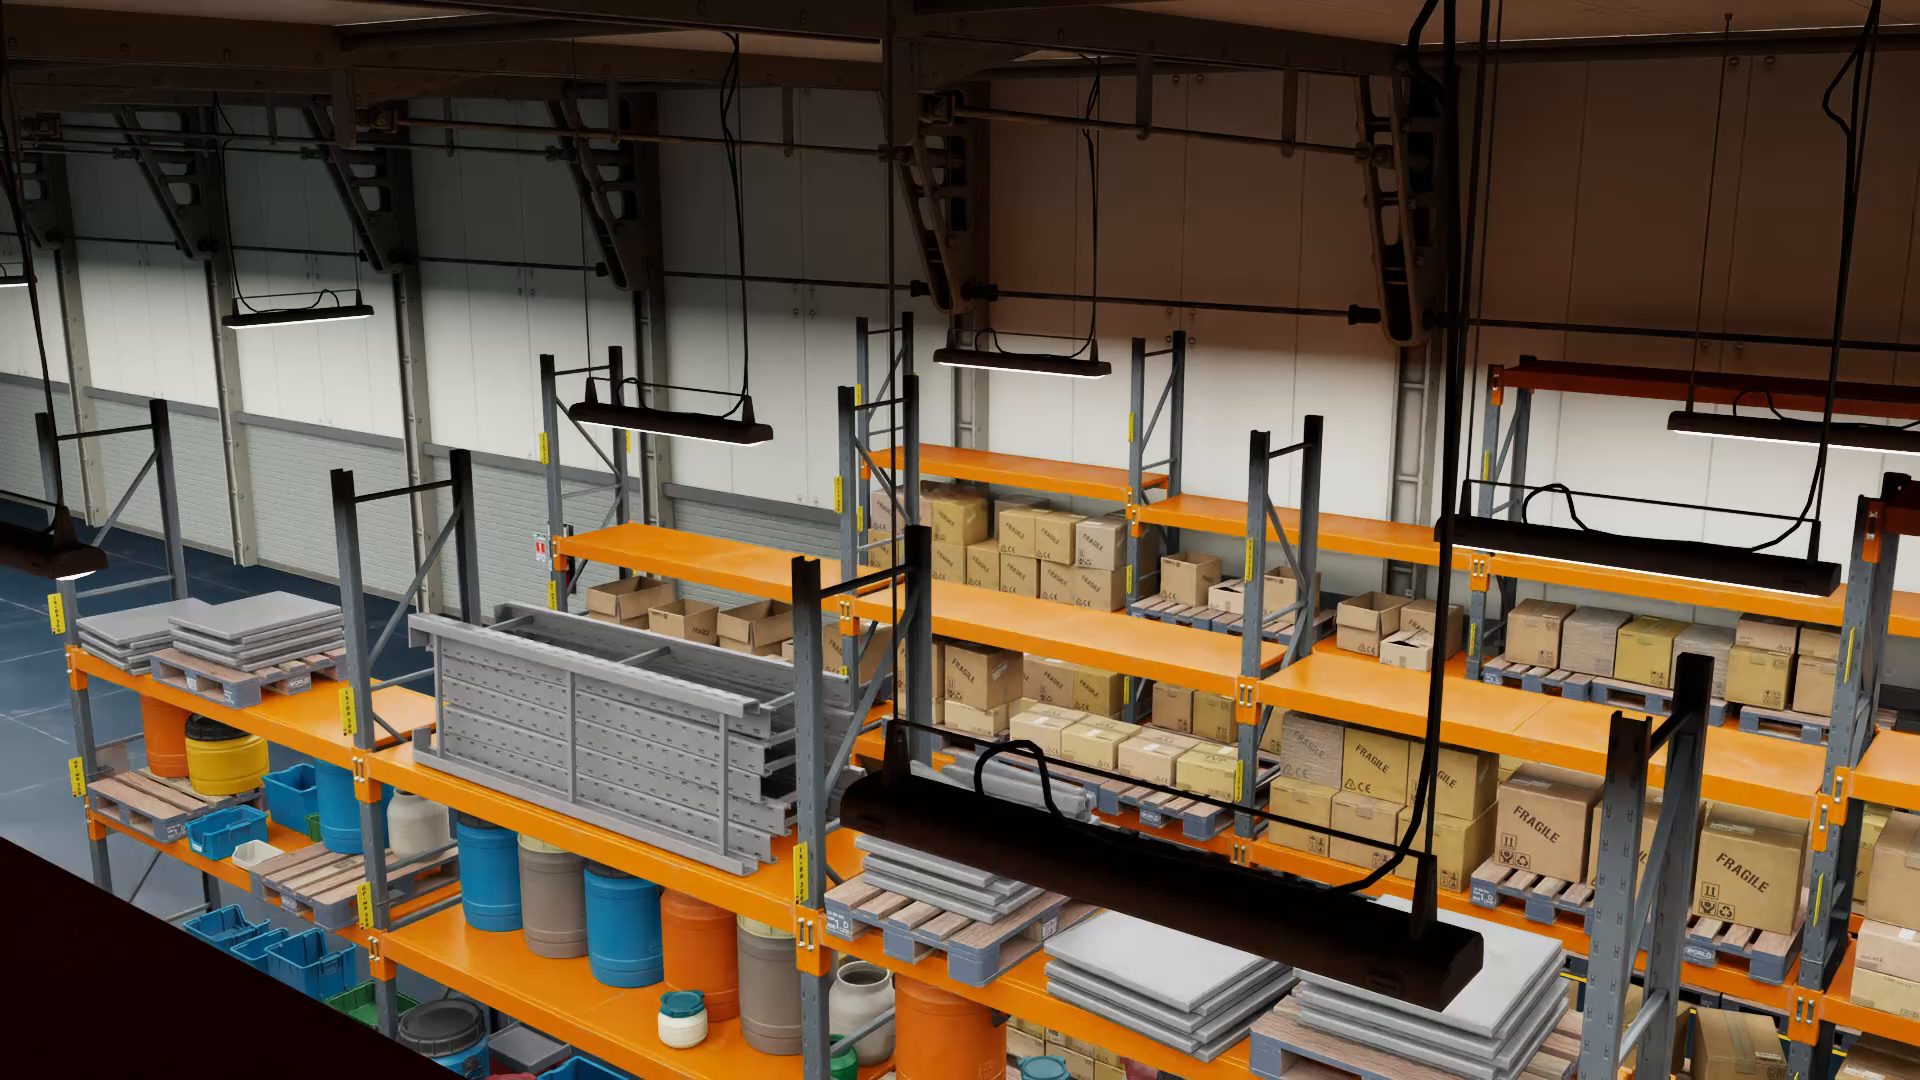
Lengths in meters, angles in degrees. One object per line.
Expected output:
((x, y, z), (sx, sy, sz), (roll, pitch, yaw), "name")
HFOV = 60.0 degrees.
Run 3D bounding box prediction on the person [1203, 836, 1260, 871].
((2.680, 3.336, 16.954), (1.100, 1.727, 0.603), (7, 15, 27), "person")
